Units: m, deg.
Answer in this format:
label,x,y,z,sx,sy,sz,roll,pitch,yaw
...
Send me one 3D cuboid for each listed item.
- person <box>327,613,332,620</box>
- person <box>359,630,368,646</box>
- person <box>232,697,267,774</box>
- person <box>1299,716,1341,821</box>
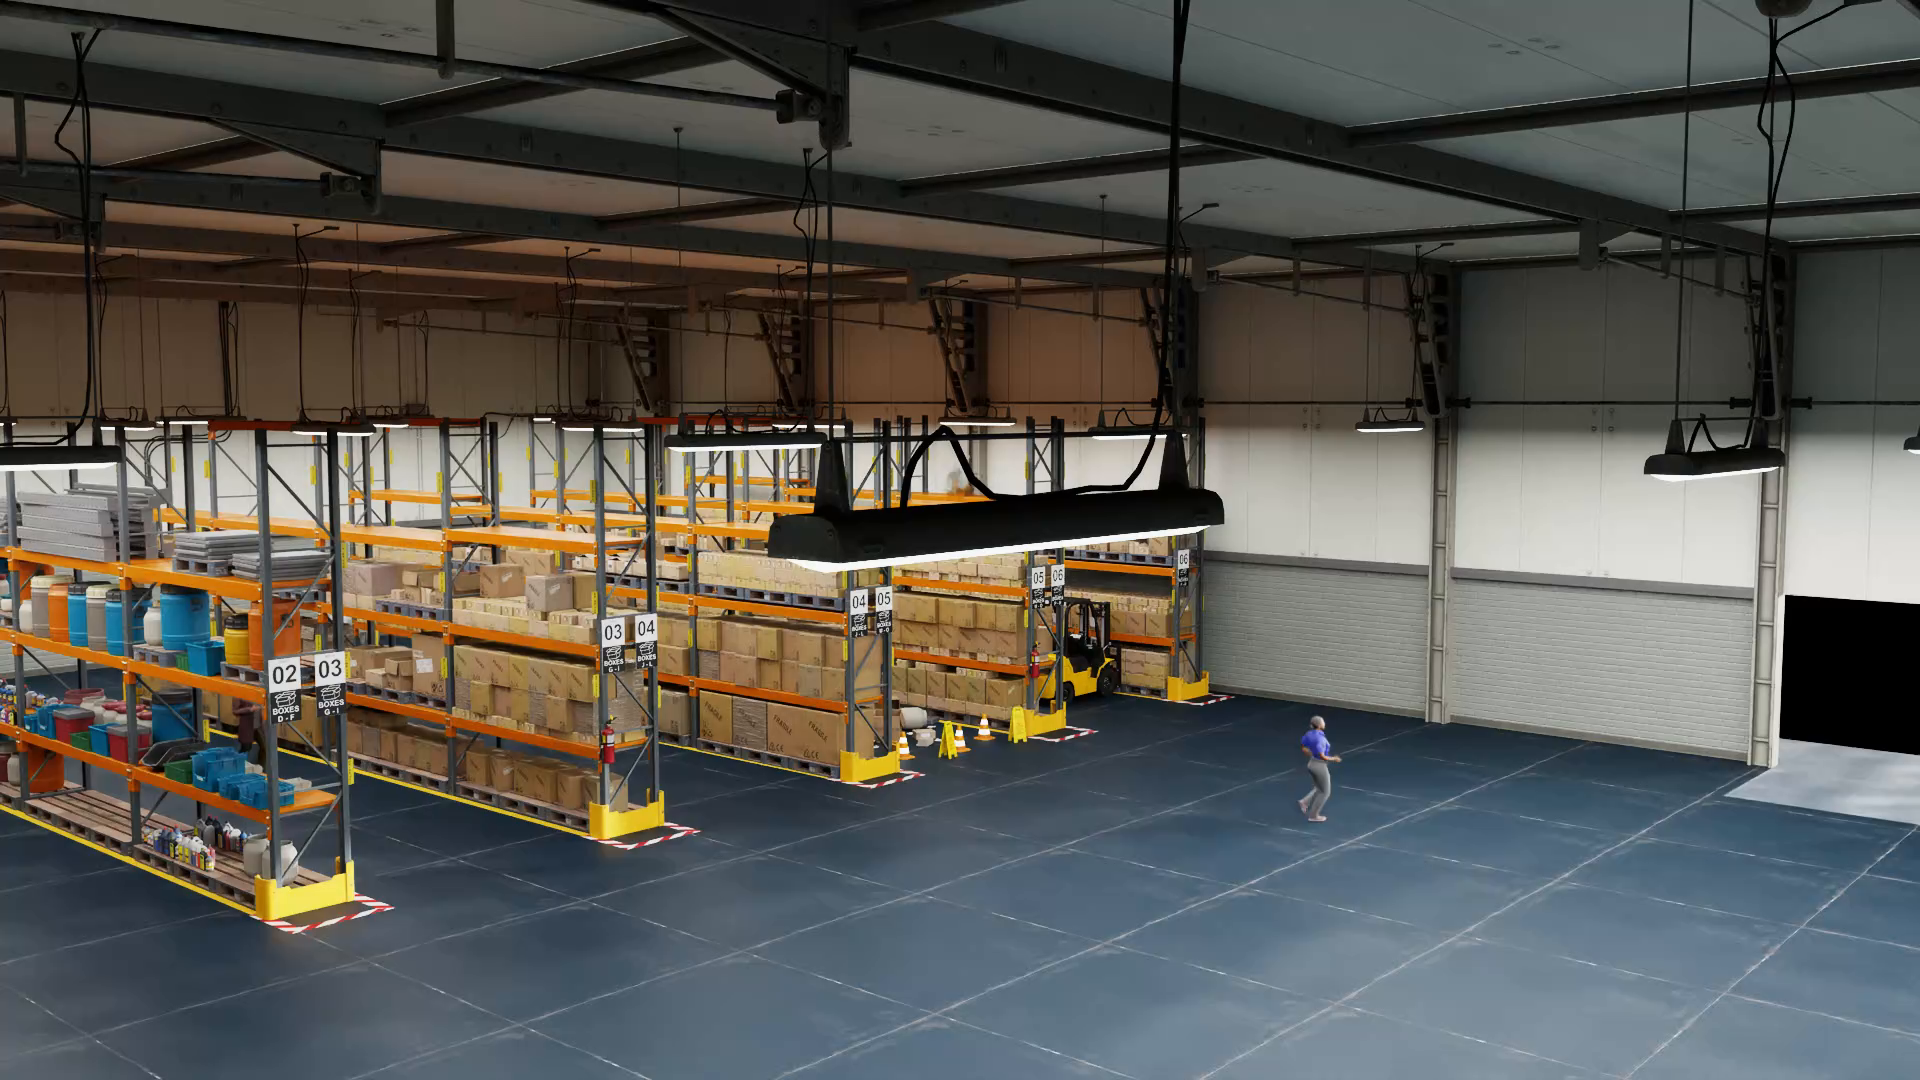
label,x,y,z,sx,sy,sz,roll,pitch,yaw
person,-14.907,2.260,39.117,0.588,1.658,0.762,-3,6,-34
person,-14.142,2.175,39.849,0.582,1.679,0.842,5,7,44
person,-11.778,3.147,27.612,0.814,1.844,0.687,3,6,33
person,5.434,3.439,25.090,0.568,1.608,0.570,-1,5,-12
